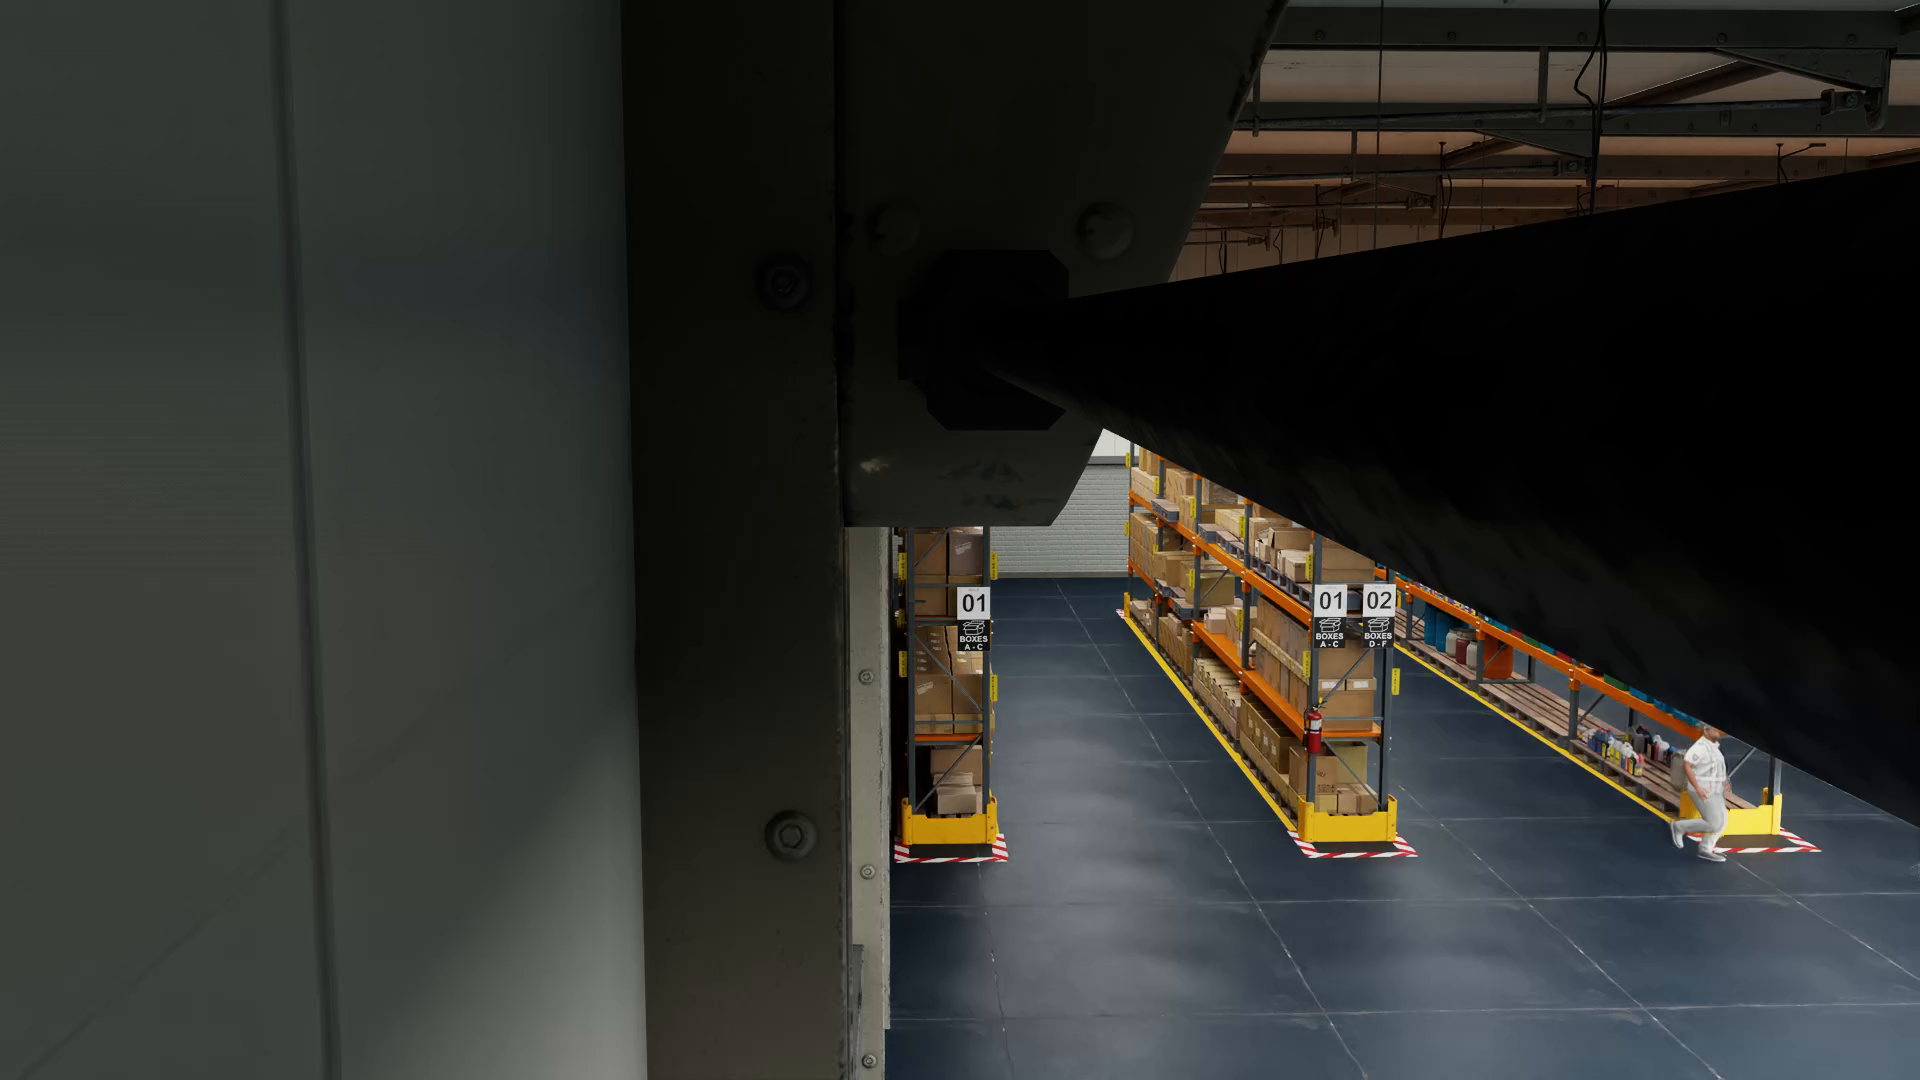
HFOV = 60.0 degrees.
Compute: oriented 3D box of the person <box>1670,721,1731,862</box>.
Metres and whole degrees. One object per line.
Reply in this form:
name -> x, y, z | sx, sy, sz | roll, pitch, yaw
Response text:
person -> 8.873, 2.945, 19.853 | 0.619, 1.721, 0.693 | 6, 10, 40
